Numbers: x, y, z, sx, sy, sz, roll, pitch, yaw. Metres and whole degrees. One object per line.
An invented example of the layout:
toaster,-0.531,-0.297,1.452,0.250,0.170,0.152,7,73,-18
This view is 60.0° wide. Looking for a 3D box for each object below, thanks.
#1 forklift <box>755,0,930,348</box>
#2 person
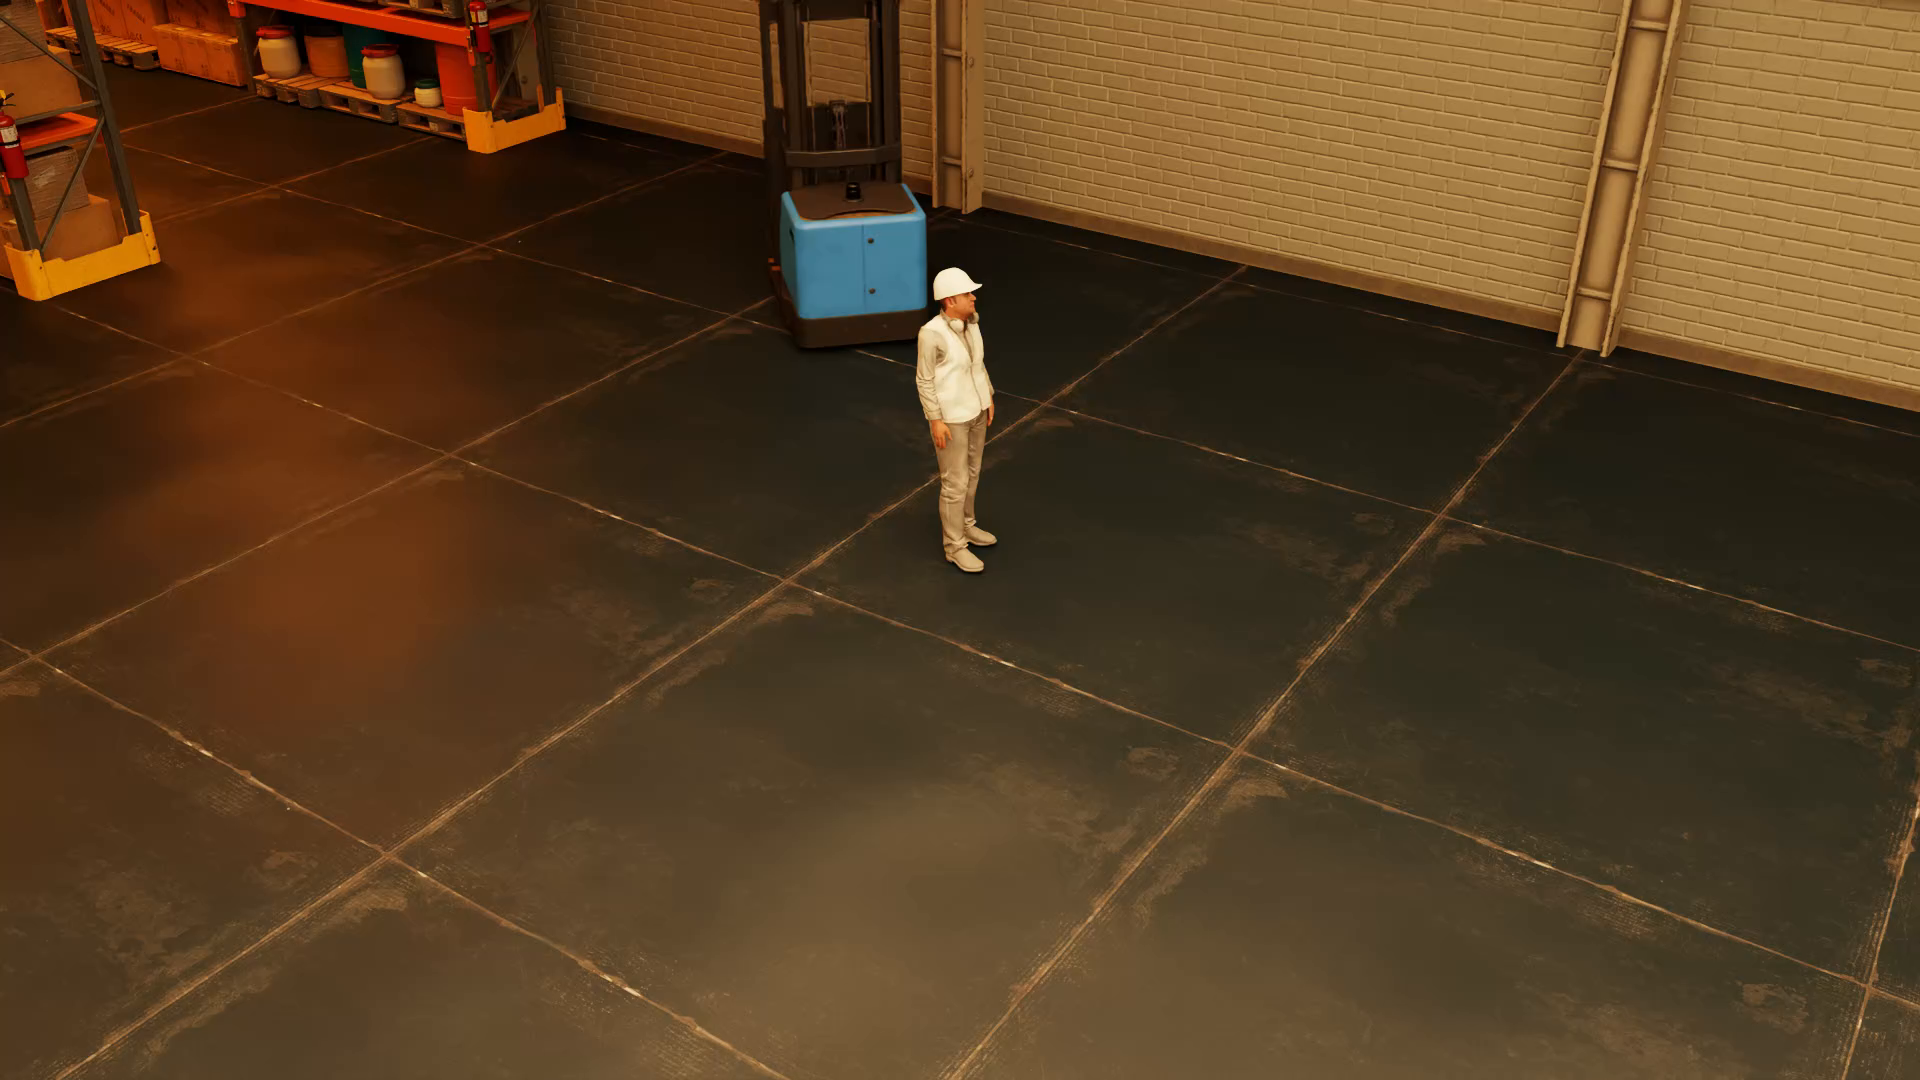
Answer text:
forklift,-1.073,-3.484,13.581,1.130,2.935,3.031,-7,31,-11
person,0.047,-0.753,10.015,0.568,1.773,0.632,19,35,29
